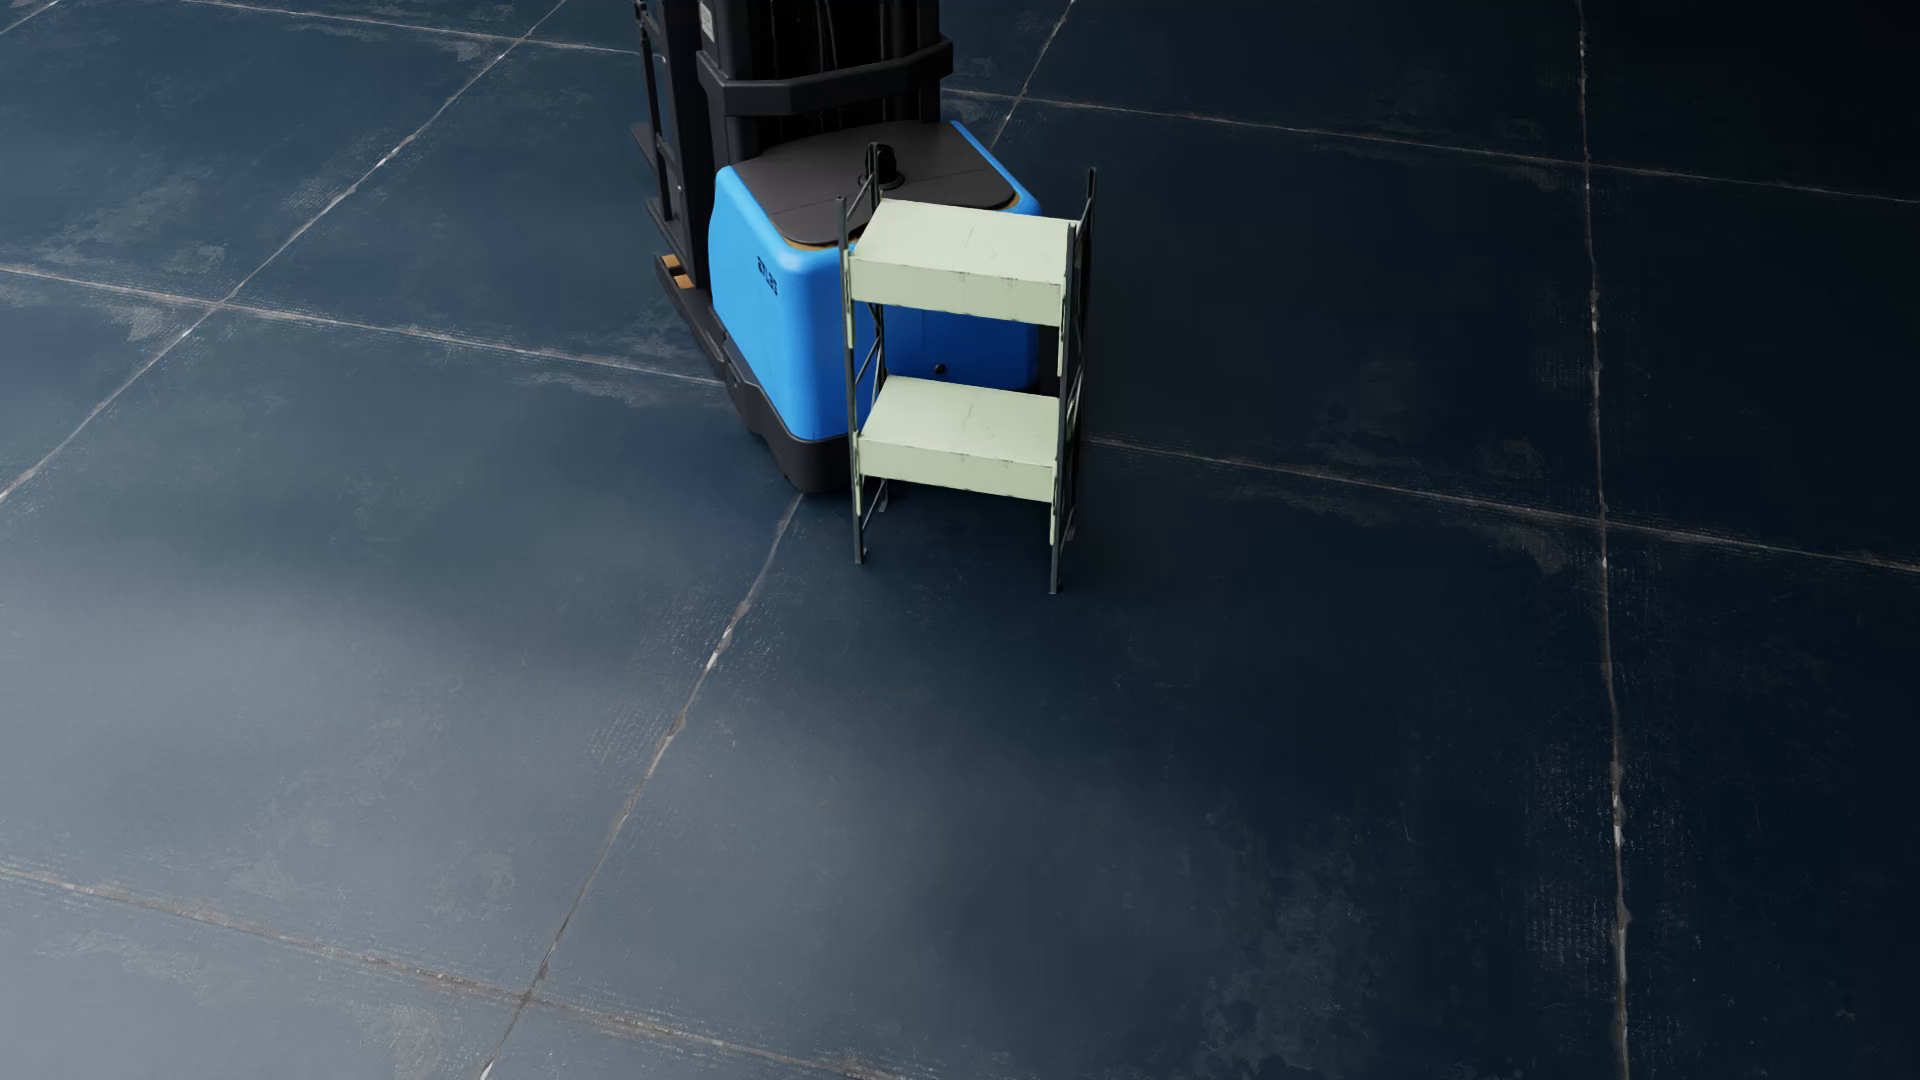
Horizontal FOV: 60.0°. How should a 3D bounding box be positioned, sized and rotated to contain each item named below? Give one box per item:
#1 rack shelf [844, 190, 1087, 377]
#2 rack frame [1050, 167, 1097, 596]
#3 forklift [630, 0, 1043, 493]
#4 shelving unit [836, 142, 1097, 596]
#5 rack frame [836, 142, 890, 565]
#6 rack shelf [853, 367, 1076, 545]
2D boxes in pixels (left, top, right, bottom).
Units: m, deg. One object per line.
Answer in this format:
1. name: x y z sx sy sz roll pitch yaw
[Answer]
1. rack shelf: 0.027 -0.853 5.493 0.720 0.370 0.431 9 41 10
2. rack frame: 0.383 -0.500 5.679 0.023 1.500 0.400 9 41 10
3. forklift: -0.742 -2.251 6.651 1.130 2.935 3.031 -16 43 -18
4. shelving unit: 0.027 -0.554 5.744 0.755 1.500 0.431 9 41 10
5. rack frame: -0.329 -0.609 5.809 0.023 1.500 0.400 9 41 10
6. rack shelf: 0.027 -0.305 5.953 0.720 0.370 0.431 9 41 10
